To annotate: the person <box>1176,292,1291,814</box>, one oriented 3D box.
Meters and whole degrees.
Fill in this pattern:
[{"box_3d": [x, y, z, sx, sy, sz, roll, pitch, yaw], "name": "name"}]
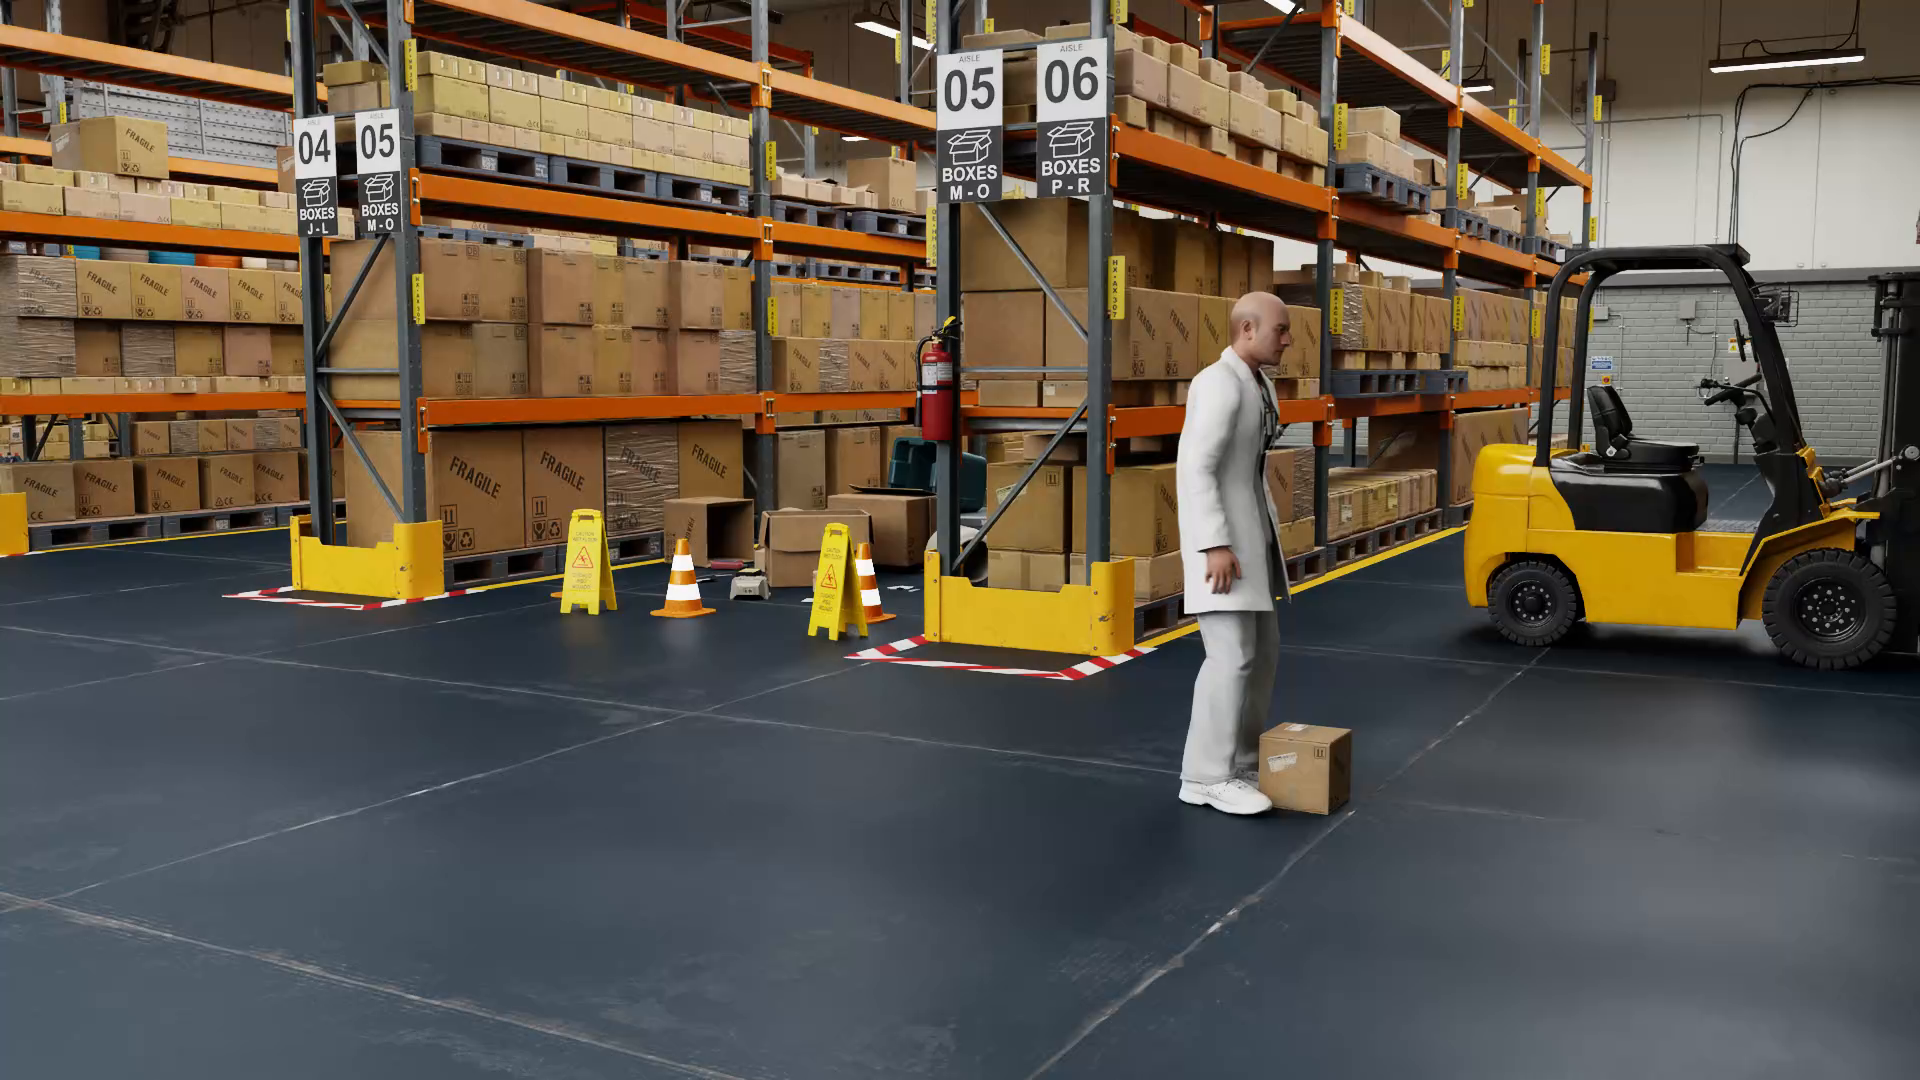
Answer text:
[{"box_3d": [0.978, 0.024, 5.829, 0.427, 1.773, 0.641, 3, 7, 28], "name": "person"}]
